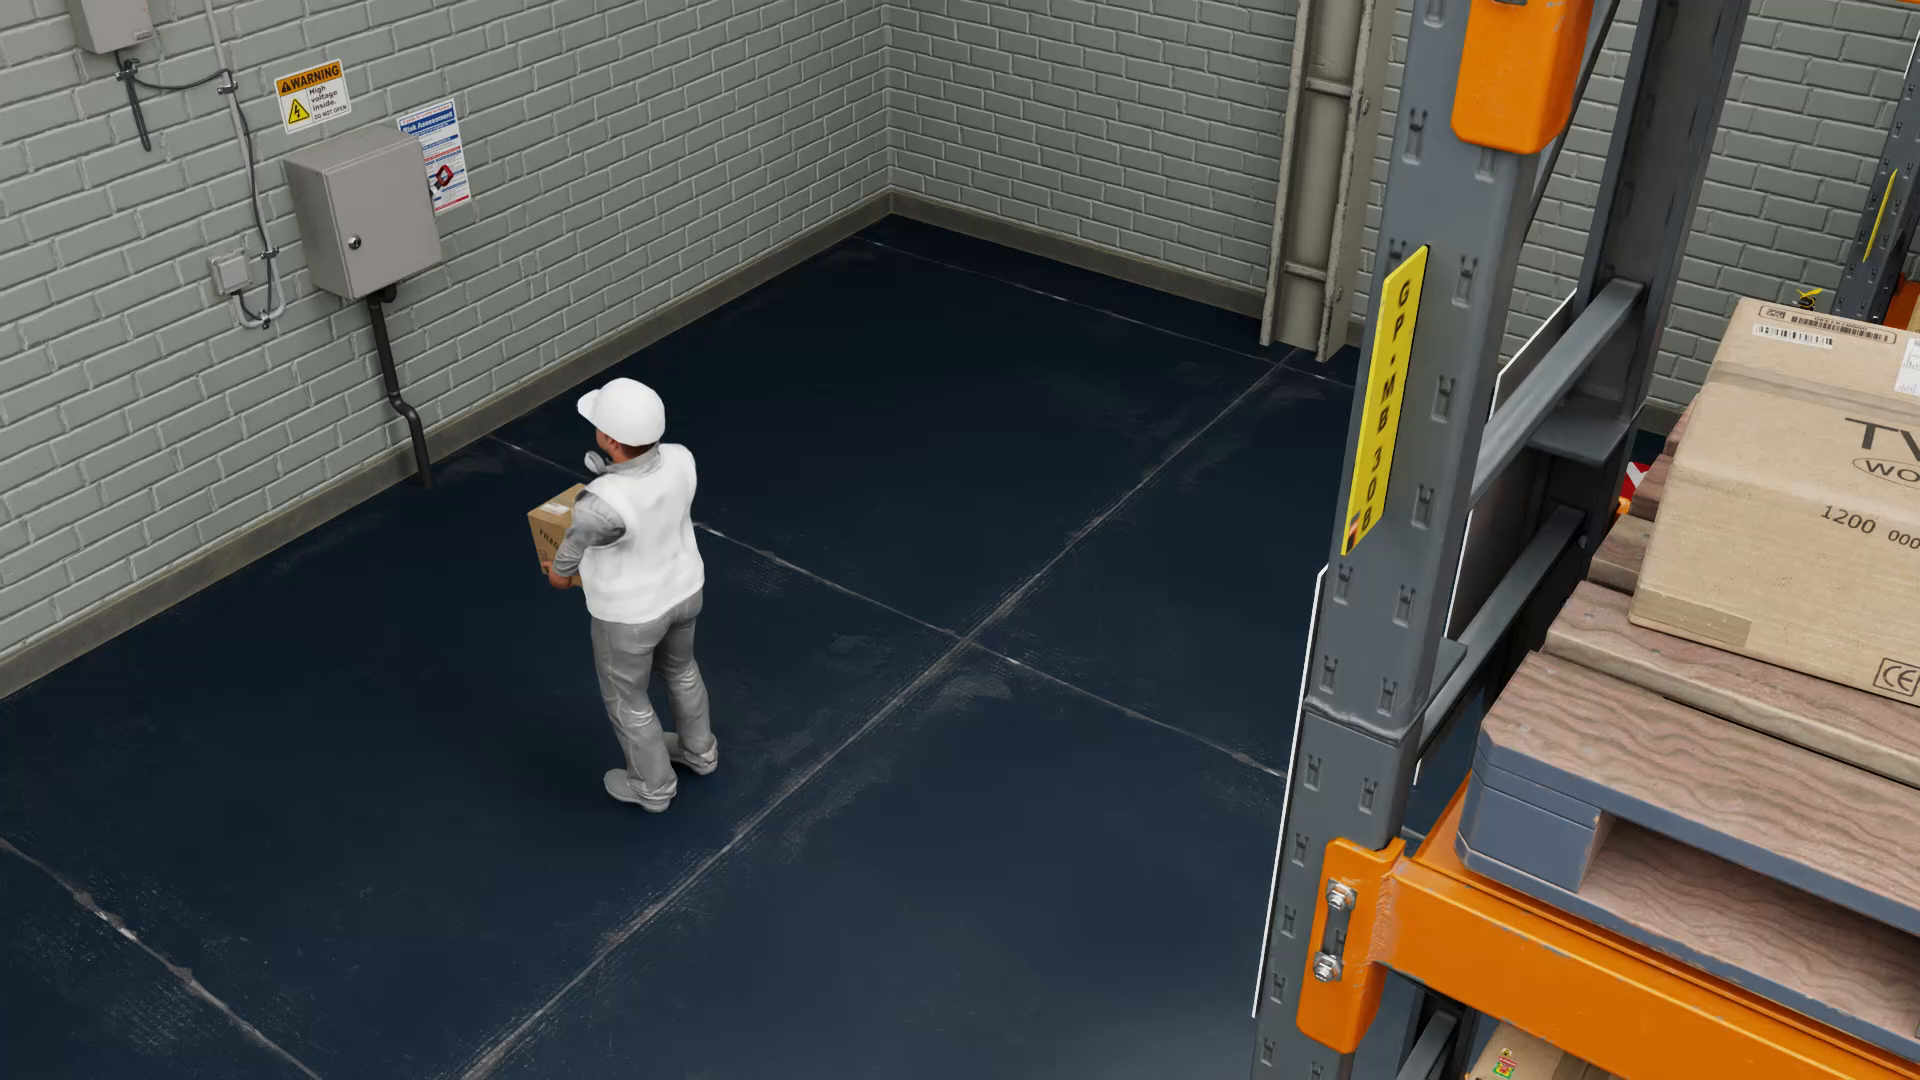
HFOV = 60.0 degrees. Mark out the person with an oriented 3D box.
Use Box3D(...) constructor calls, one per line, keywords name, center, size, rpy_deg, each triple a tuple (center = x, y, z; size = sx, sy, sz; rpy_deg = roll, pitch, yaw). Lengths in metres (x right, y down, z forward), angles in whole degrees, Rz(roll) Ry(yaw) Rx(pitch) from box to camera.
Box3D(name="person", center=(-1.198, 0.168, 5.882), size=(0.558, 1.762, 0.494), rpy_deg=(22, 40, 29))
